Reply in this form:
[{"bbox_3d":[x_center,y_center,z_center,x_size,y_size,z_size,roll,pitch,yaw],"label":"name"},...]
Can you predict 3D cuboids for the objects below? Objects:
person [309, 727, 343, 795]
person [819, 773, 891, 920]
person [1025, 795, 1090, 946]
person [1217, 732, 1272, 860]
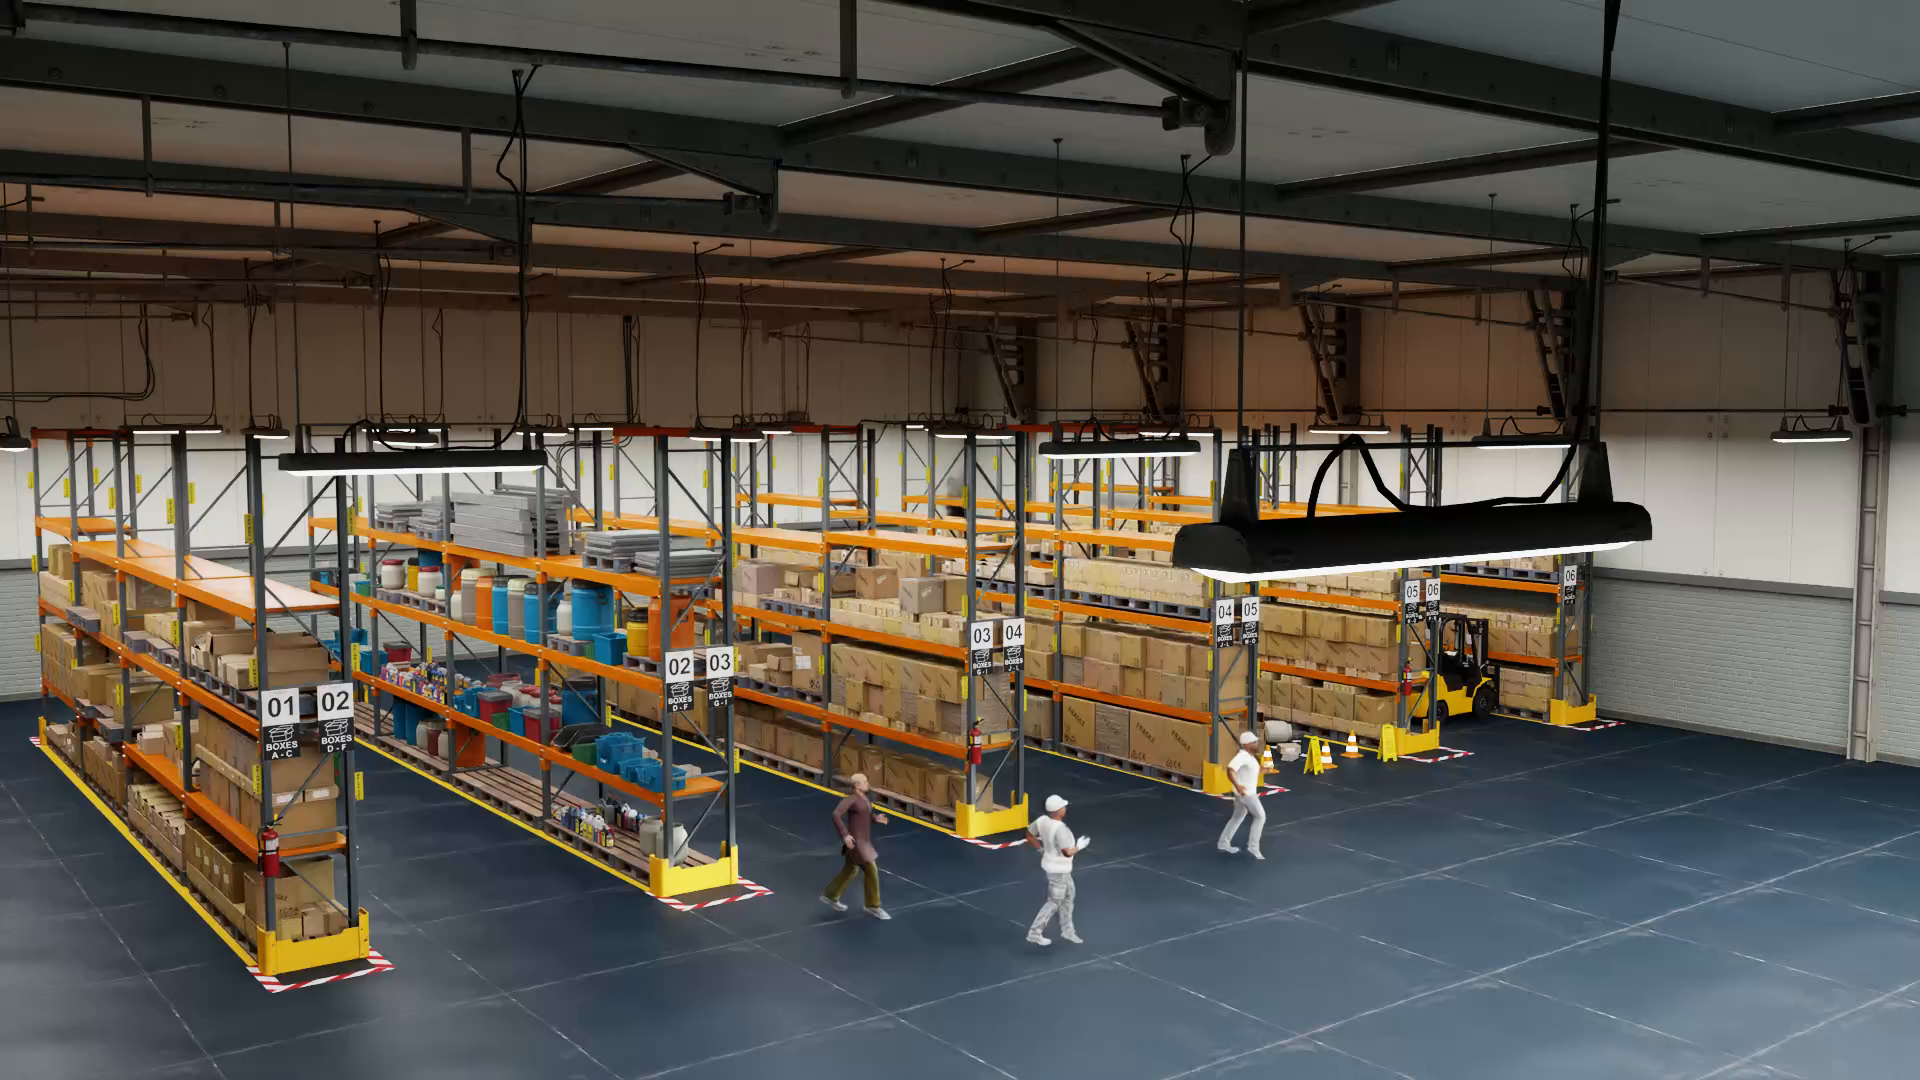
[{"bbox_3d":[-10.505,3.282,27.519,0.956,1.789,0.656,4,6,42],"label":"person"},{"bbox_3d":[-1.313,3.812,20.768,0.916,1.827,0.693,0,4,1],"label":"person"},{"bbox_3d":[1.133,3.898,19.485,0.763,1.835,0.640,-1,5,-15],"label":"person"},{"bbox_3d":[4.034,3.619,23.537,0.765,1.835,0.661,0,4,2],"label":"person"}]
